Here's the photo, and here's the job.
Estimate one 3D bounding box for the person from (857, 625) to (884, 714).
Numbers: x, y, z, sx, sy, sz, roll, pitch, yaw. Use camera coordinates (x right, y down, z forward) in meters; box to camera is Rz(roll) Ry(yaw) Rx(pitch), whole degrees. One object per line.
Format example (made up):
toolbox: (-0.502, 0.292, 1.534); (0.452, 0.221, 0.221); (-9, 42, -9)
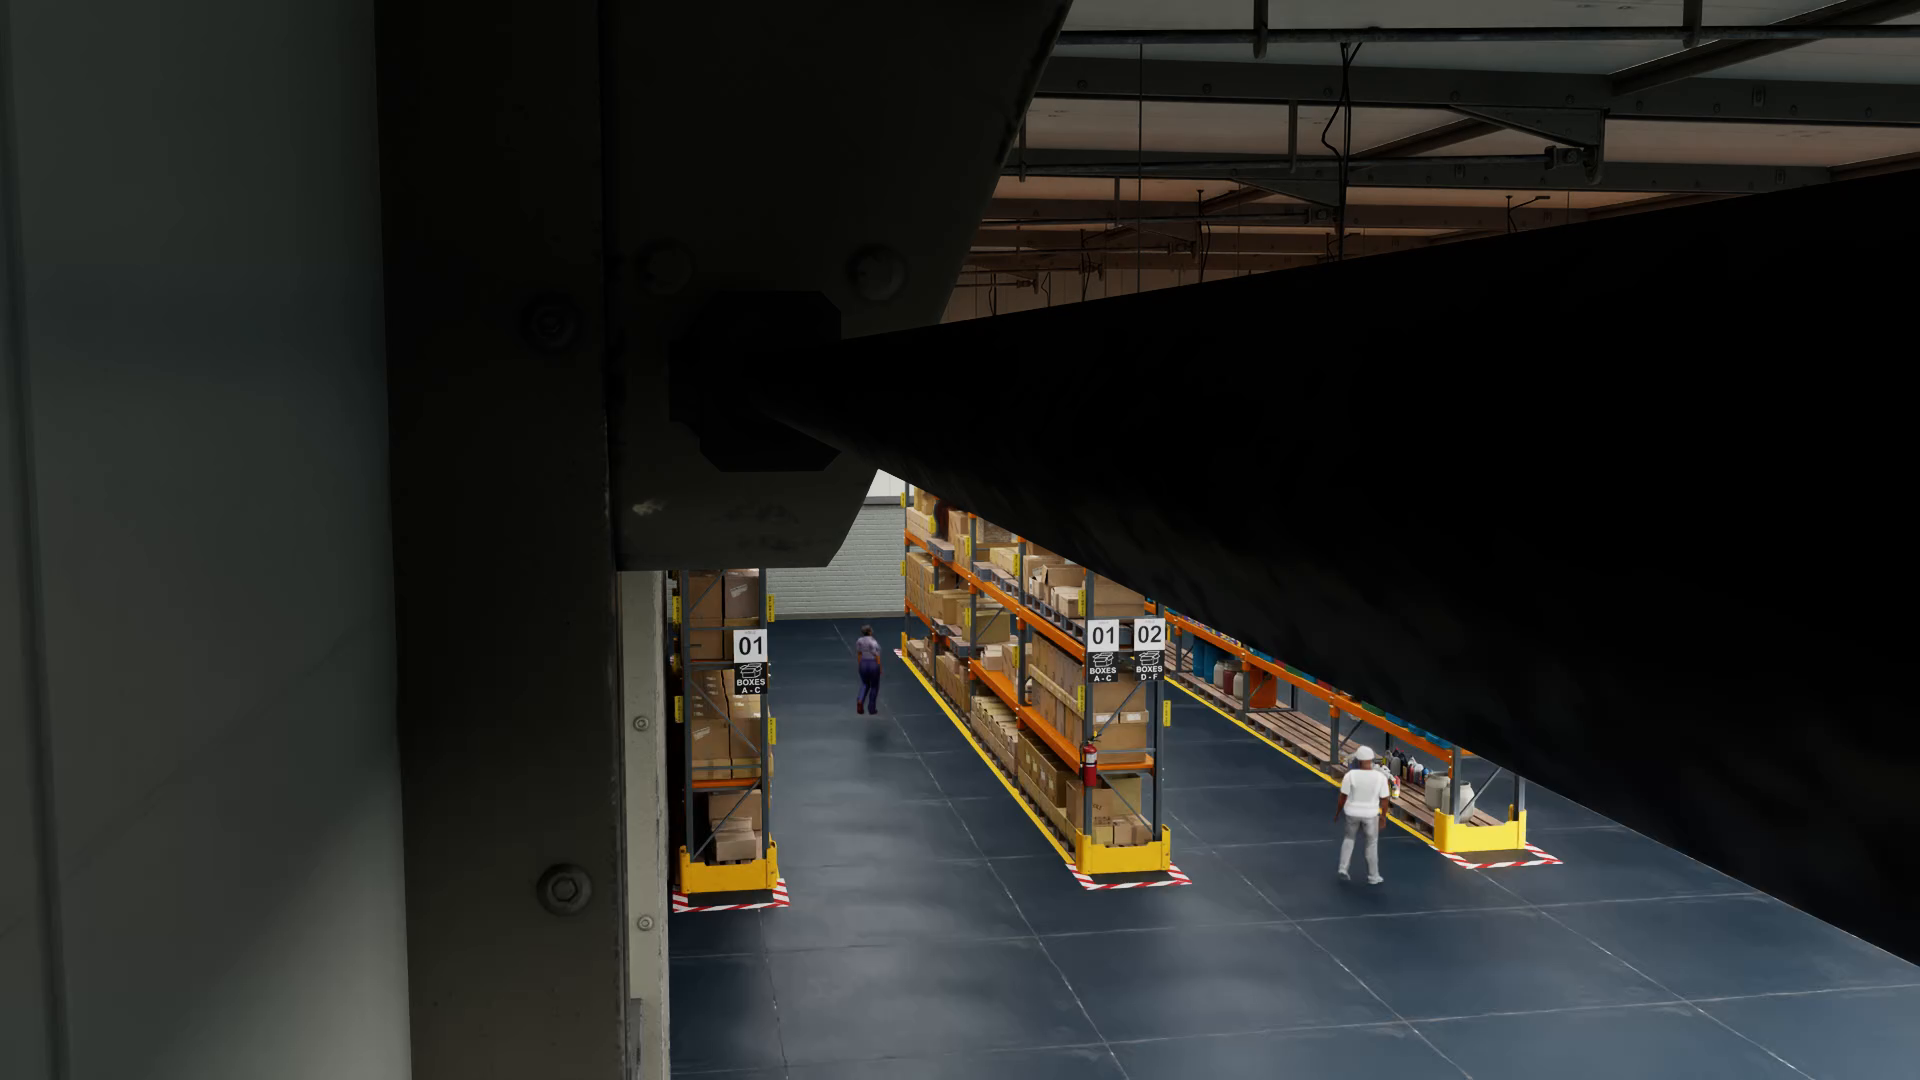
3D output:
person: (-1.616, 2.307, 29.662); (0.493, 1.620, 0.462); (3, 7, 27)

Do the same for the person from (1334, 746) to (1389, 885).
person: (4.923, 3.361, 20.370); (0.658, 1.762, 0.601); (3, 7, 25)

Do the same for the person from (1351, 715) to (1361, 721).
person: (7.257, 2.410, 29.890); (0.411, 1.682, 0.462); (2, 6, 21)
